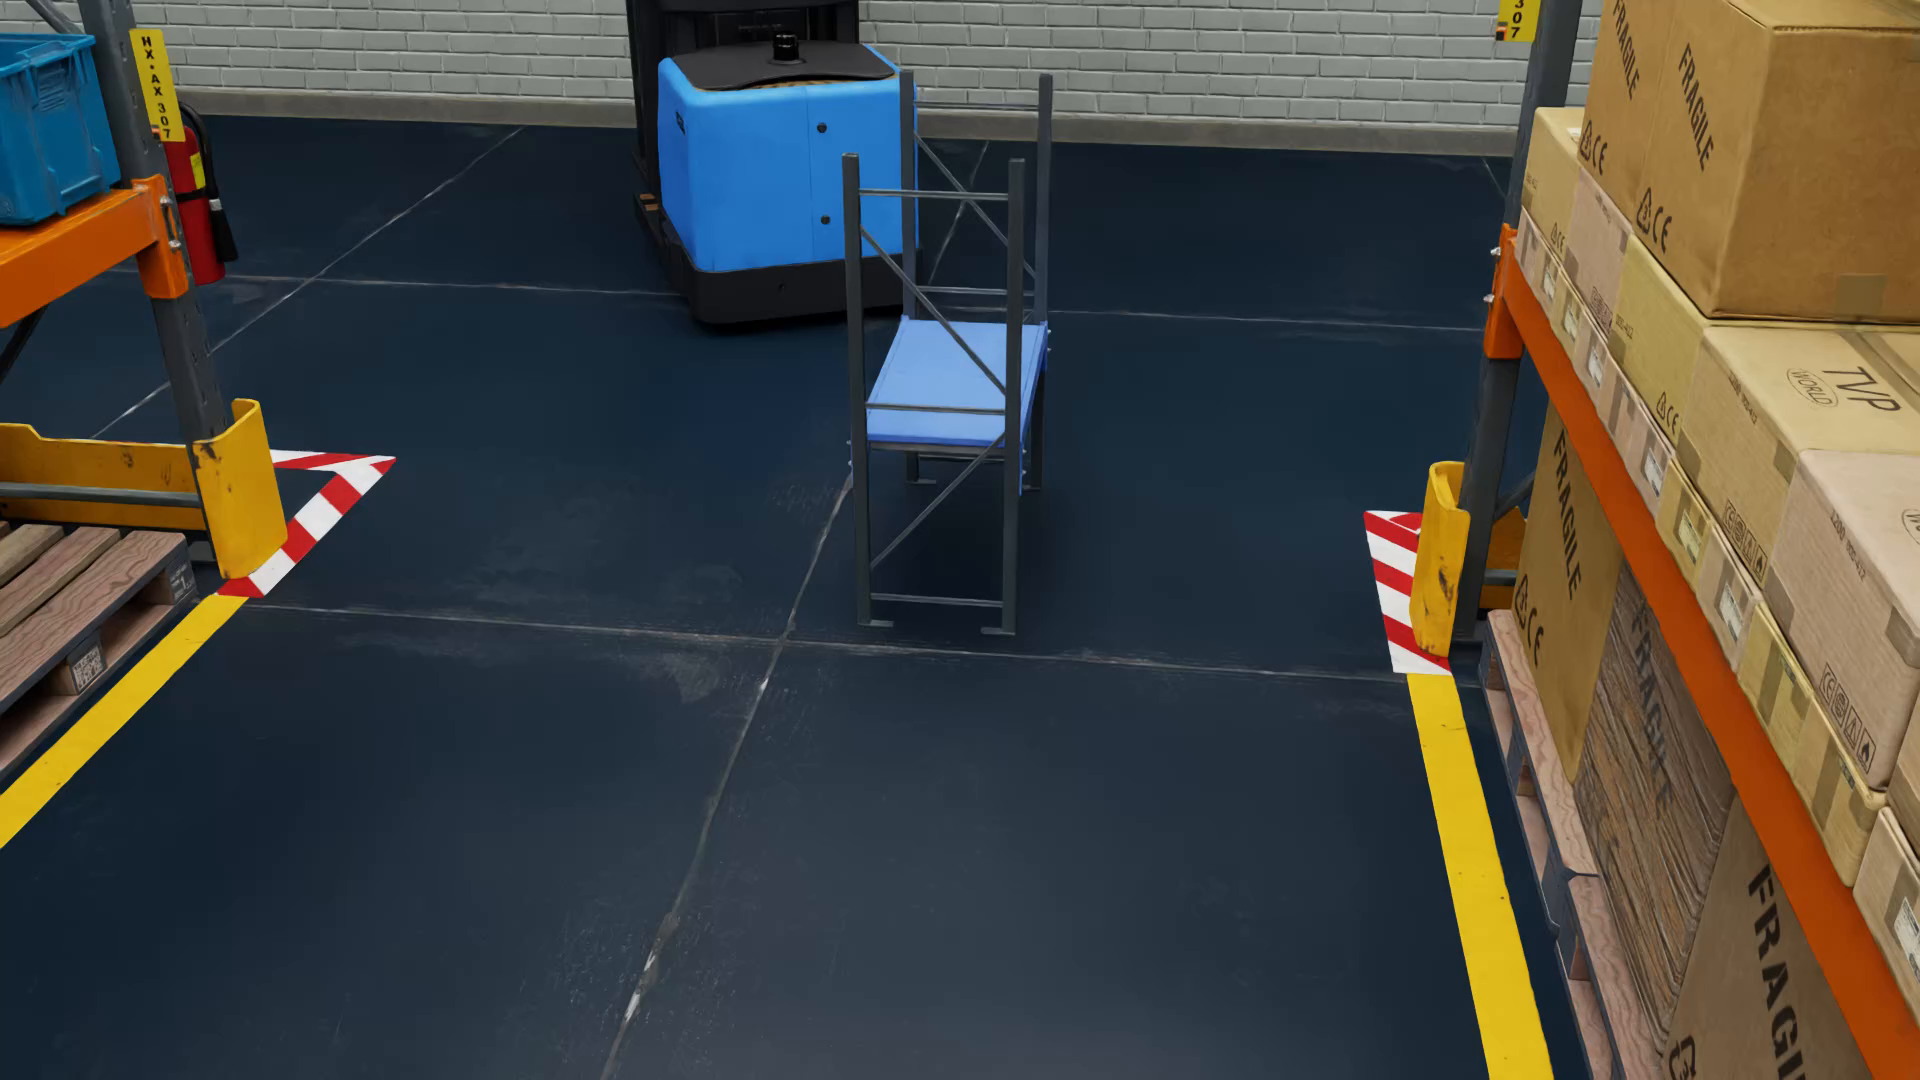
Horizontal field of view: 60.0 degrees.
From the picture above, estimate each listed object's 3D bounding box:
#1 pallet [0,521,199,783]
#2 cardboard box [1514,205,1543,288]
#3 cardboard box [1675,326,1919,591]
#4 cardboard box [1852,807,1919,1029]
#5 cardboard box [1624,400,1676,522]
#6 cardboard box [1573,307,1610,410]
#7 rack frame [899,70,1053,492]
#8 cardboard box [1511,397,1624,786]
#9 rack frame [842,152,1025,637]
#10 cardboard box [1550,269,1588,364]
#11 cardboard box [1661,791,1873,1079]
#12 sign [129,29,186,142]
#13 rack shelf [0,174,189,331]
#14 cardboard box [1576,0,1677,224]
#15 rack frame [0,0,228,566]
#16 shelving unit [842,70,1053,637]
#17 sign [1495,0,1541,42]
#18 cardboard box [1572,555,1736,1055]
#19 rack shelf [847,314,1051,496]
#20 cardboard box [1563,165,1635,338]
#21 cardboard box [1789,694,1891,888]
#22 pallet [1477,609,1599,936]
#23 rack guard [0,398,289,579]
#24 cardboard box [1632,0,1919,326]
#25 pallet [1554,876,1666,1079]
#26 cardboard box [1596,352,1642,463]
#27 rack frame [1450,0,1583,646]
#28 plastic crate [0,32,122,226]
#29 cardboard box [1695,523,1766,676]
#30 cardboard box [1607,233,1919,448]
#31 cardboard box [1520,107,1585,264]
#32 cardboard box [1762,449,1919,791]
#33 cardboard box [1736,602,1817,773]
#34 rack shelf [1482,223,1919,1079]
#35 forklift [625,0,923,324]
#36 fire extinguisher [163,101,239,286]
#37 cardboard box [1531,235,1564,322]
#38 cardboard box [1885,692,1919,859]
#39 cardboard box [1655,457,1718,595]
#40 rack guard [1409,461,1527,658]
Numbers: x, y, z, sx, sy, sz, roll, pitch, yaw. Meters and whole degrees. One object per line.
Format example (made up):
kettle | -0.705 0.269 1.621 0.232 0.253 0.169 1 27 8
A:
pallet | -3.050 0.324 4.926 1.003 0.211 1.213 3 28 6
cardboard box | 1.634 -0.743 4.232 0.380 0.149 0.250 4 29 7
cardboard box | 1.497 -0.129 2.671 0.500 0.250 0.500 3 28 5
cardboard box | 1.322 0.466 1.987 0.380 0.149 0.250 4 29 7
cardboard box | 1.479 -0.138 3.108 0.380 0.149 0.250 3 28 6
cardboard box | 1.542 -0.379 3.556 0.380 0.149 0.250 3 28 5
rack frame | 0.052 -0.859 5.764 0.500 1.500 0.032 3 28 6
cardboard box | 2.006 0.055 4.283 0.875 0.875 0.875 3 28 6
rack frame | -0.073 -0.381 4.876 0.500 1.500 0.032 3 28 6
cardboard box | 1.573 -0.502 3.784 0.380 0.149 0.250 3 28 5
cardboard box | 1.786 0.902 2.710 0.875 0.875 0.875 3 28 6
sign | -2.362 -1.337 4.897 0.100 0.325 0.005 3 28 6
rack shelf | -3.155 -0.031 3.404 1.077 0.370 4.000 3 28 6
cardboard box | 1.617 -0.951 3.407 0.500 0.500 0.500 3 28 5
rack frame | -2.910 -1.290 4.981 1.000 3.000 0.127 3 28 6
shelving unit | -0.010 -0.620 5.320 0.538 1.500 1.048 3 28 6
sign | 1.455 -1.453 4.288 0.100 0.325 0.005 3 28 6
cardboard box | 1.895 0.483 3.488 0.875 0.875 0.875 3 28 6
rack shelf | -0.010 -0.462 5.405 0.538 0.185 1.000 3 28 6
cardboard box | 1.621 -0.611 3.567 0.500 0.250 0.500 3 28 6
cardboard box | 1.353 0.345 2.212 0.380 0.149 0.250 4 29 7
pallet | 1.985 0.607 4.401 1.003 0.211 1.213 3 28 6
rack guard | -2.920 -0.201 5.596 1.175 0.500 0.348 3 28 6
cardboard box | 1.560 -0.707 2.953 0.500 0.500 0.500 3 28 5
pallet | 1.833 1.180 3.338 1.003 0.211 1.213 3 28 6
cardboard box | 1.510 -0.259 3.334 0.380 0.149 0.250 3 28 5
rack frame | 2.005 -1.002 4.447 1.000 3.000 0.127 3 28 6
plastic crate | -2.766 -1.163 4.646 0.616 0.435 0.499 3 28 6
cardboard box | 1.417 0.105 2.658 0.380 0.149 0.250 4 29 7
cardboard box | 1.556 -0.375 3.128 0.500 0.250 0.500 2 28 4
cardboard box | 1.678 -0.856 4.021 0.500 0.250 0.500 3 28 5
cardboard box | 1.432 0.109 2.229 0.500 0.250 0.500 4 29 7
cardboard box | 1.384 0.224 2.436 0.380 0.149 0.250 3 28 5
rack shelf | 1.760 0.256 2.870 1.077 0.370 4.000 3 28 6
forklift | -1.105 -2.931 8.099 1.130 2.935 3.031 -9 29 -16
fire extinguisher | -2.441 -1.136 5.171 0.296 0.674 0.183 3 28 6
cardboard box | 1.604 -0.622 4.007 0.380 0.149 0.250 3 28 5
cardboard box | 1.370 0.349 1.783 0.500 0.250 0.500 4 29 8
cardboard box | 1.447 -0.019 2.888 0.380 0.149 0.250 3 28 5
rack guard | 2.008 0.087 5.061 1.175 0.500 0.348 3 28 6
